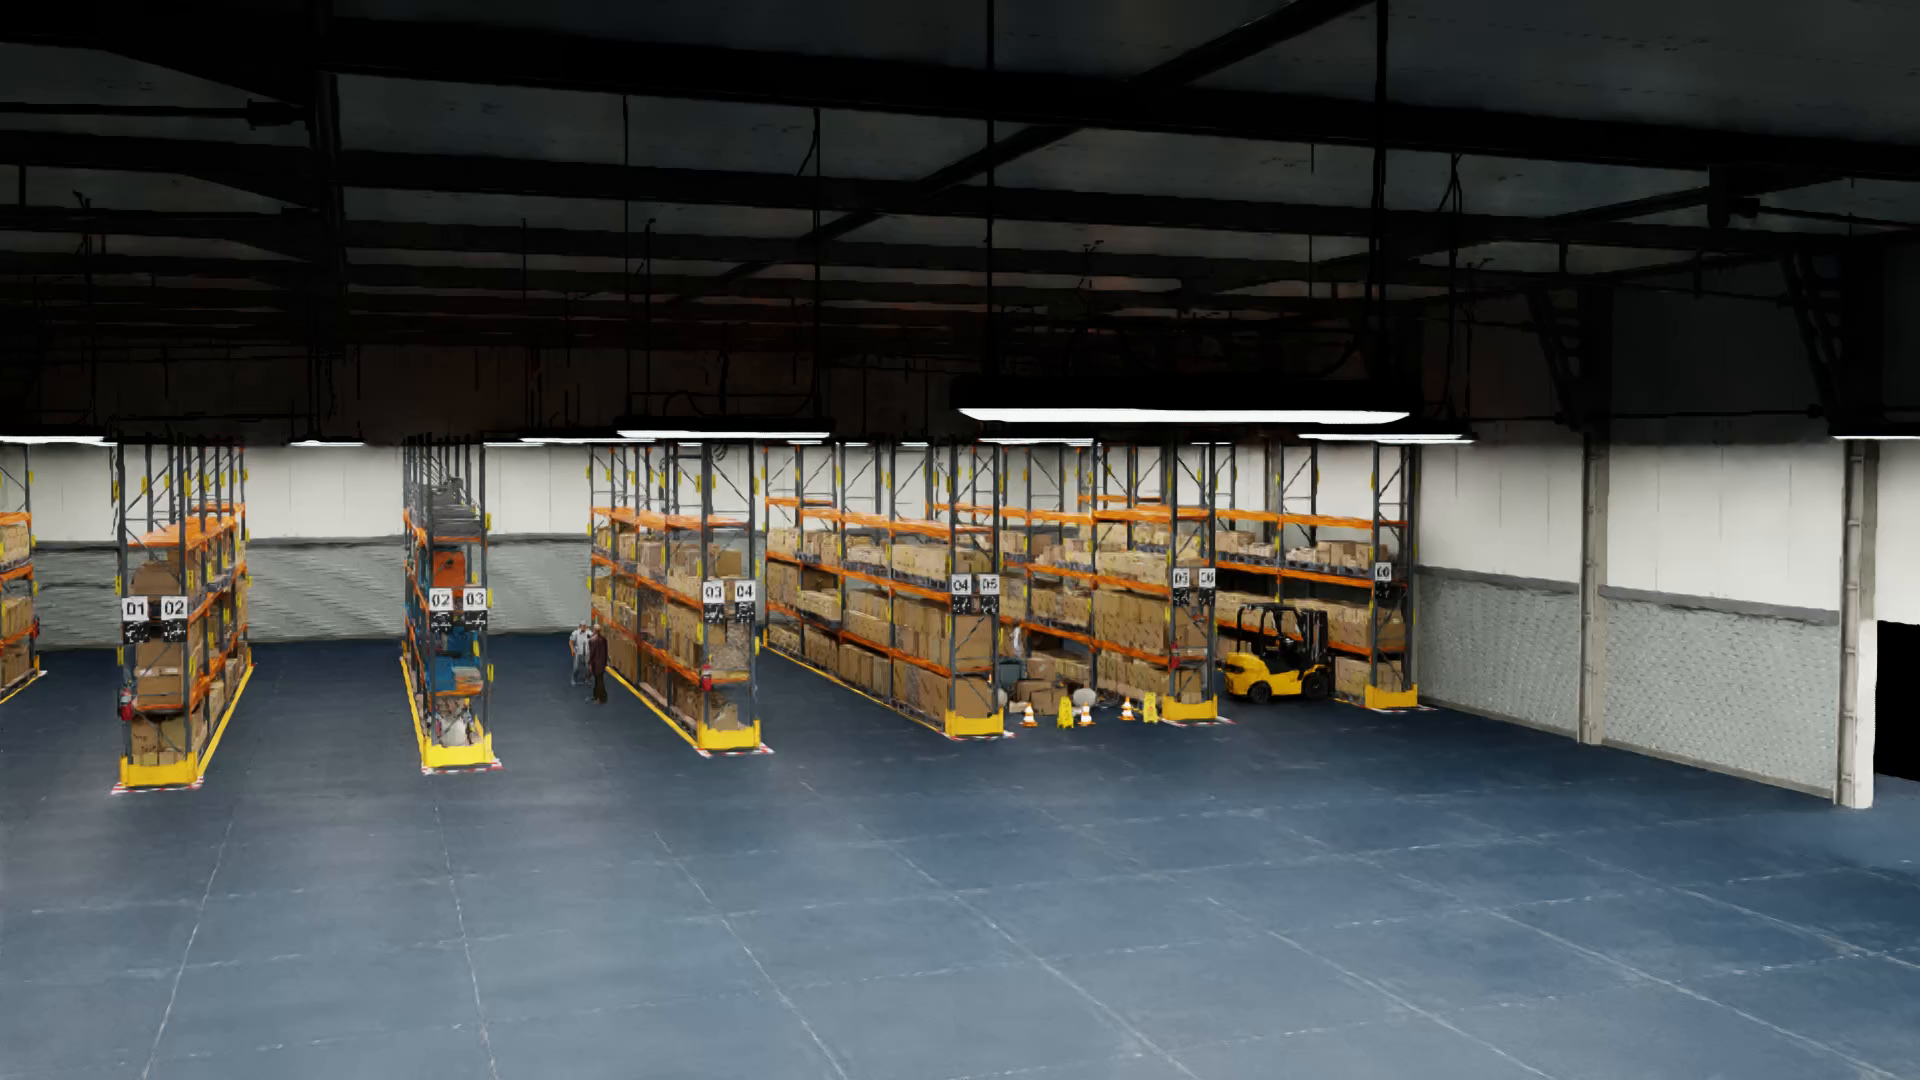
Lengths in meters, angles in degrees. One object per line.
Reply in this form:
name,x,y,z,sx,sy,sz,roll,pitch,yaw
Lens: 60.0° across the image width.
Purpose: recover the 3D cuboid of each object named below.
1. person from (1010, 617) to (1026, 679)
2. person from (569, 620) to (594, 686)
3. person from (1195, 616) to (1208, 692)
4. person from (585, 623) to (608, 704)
person,1.368,2.674,40.397,0.521,1.592,0.511,0,3,5
person,-9.063,2.711,39.961,0.625,1.611,0.582,-1,3,-21
person,5.625,2.671,39.158,0.501,1.747,0.588,1,3,10
person,-8.144,2.753,37.217,0.636,1.775,0.677,1,3,12
